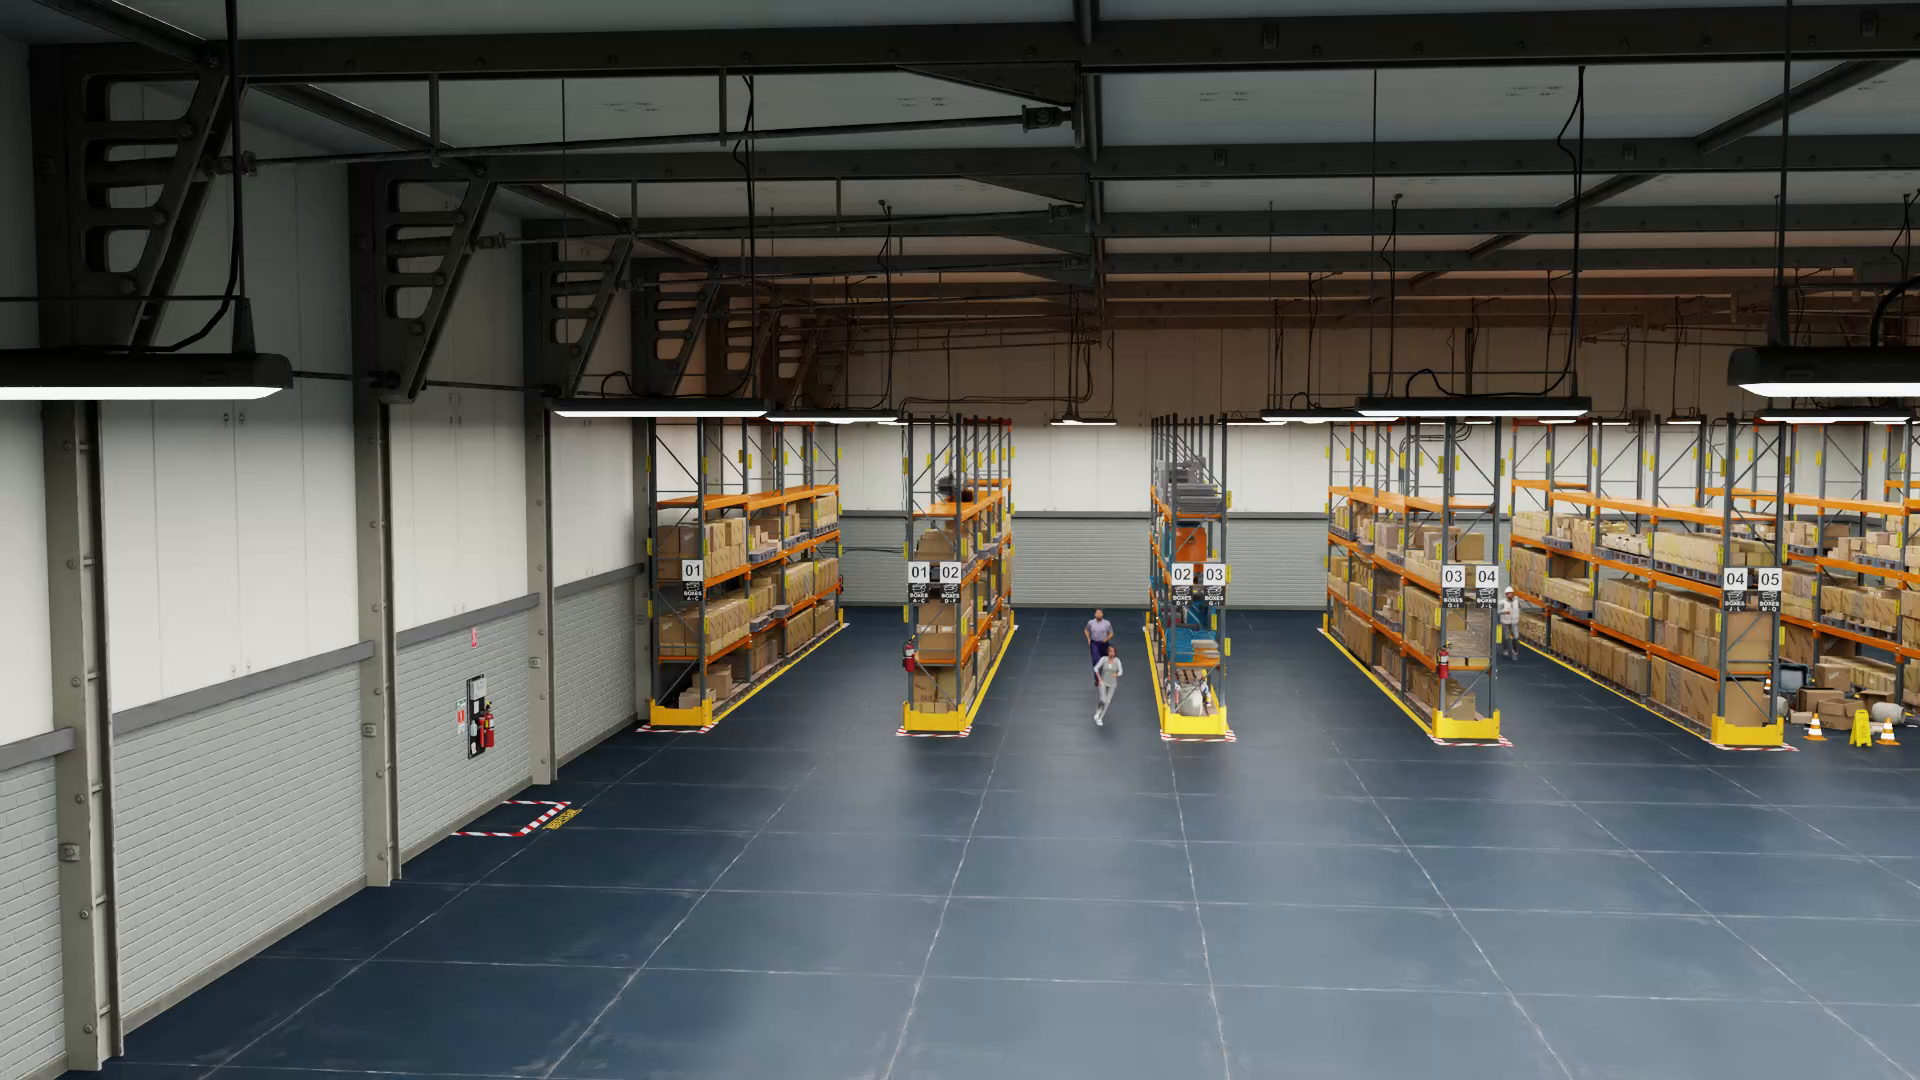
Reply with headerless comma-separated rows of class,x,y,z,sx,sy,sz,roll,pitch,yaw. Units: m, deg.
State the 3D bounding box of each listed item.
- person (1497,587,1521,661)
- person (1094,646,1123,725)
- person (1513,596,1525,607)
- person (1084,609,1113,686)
person,13.597,2.079,41.144,0.638,1.835,0.777,0,4,6
person,2.862,2.798,32.022,0.545,1.543,0.549,0,4,-4
person,15.934,1.704,47.292,0.629,1.697,0.684,1,4,15
person,2.955,2.289,35.440,0.613,1.665,0.696,0,4,5
